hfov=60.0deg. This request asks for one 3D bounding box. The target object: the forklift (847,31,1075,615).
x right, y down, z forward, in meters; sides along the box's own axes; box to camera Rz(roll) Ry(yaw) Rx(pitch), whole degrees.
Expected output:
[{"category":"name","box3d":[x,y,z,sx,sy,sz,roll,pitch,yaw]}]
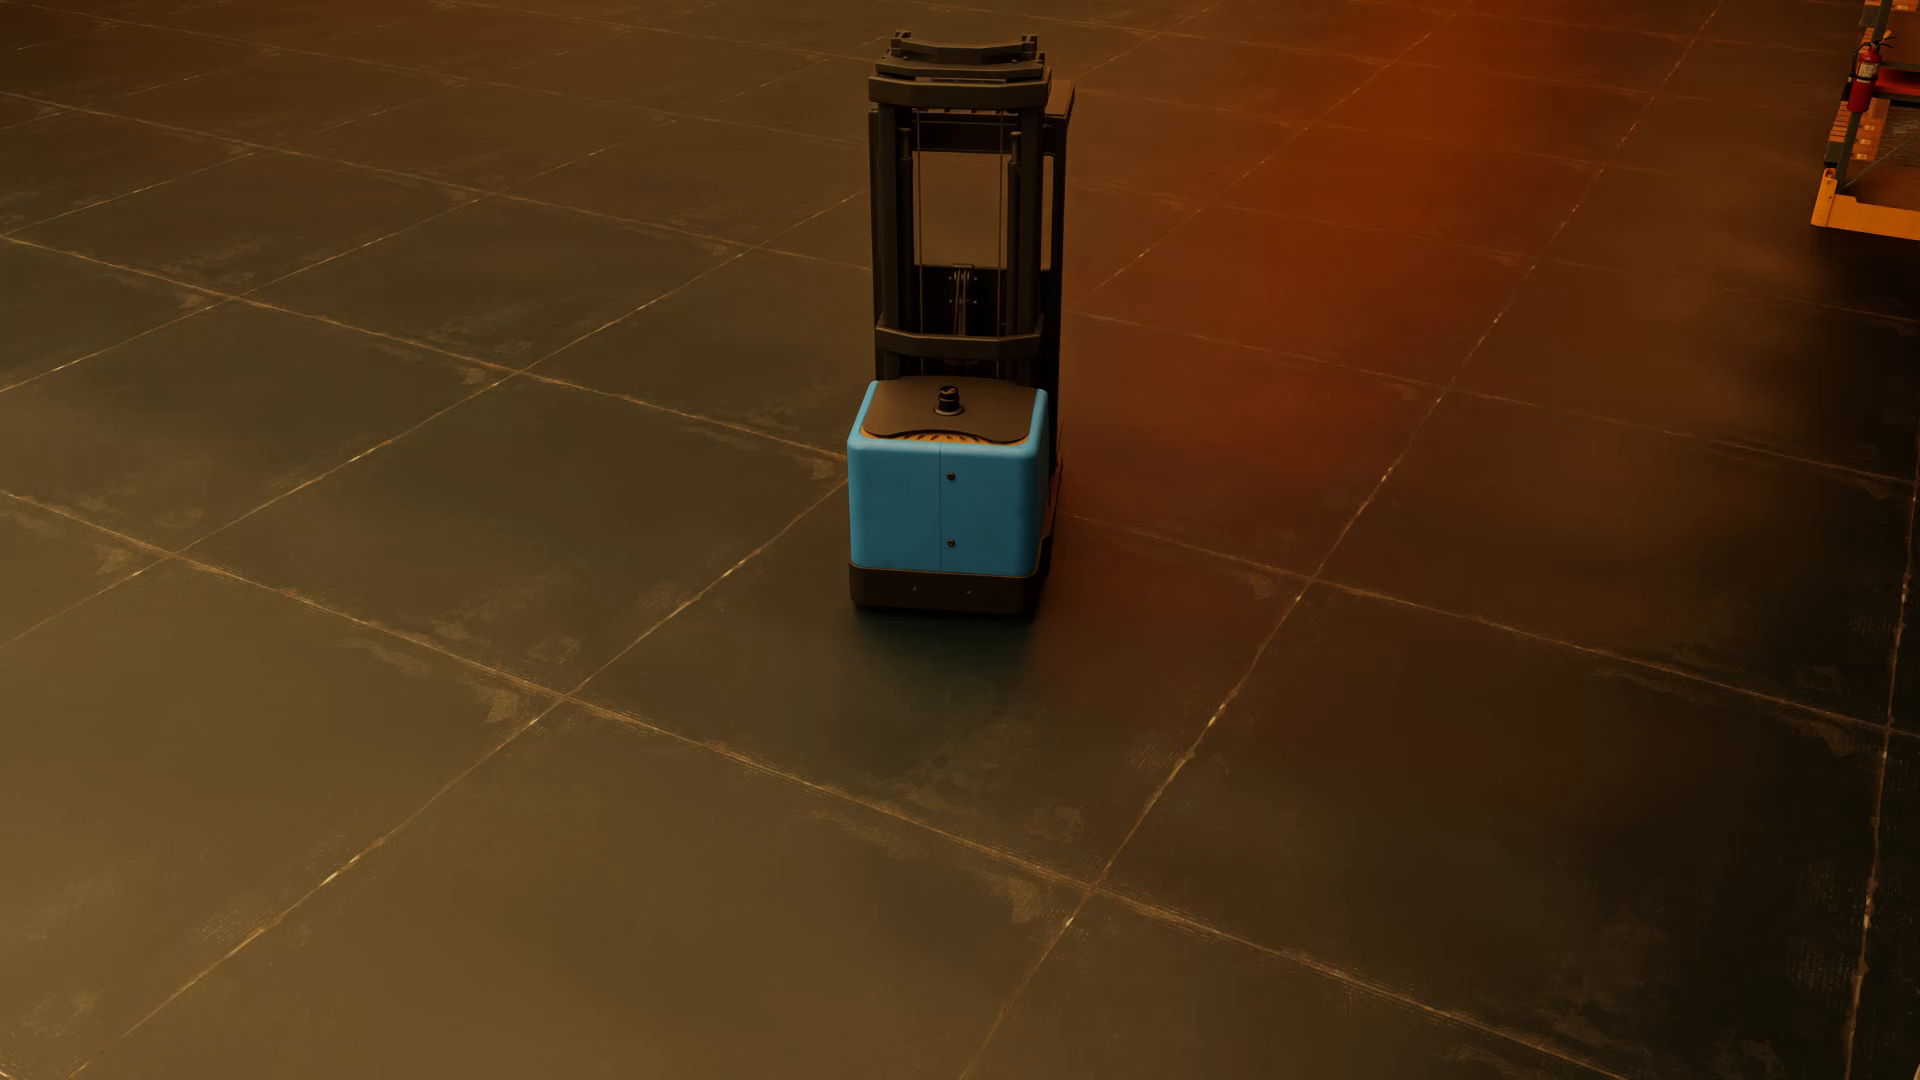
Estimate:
[{"category":"forklift","box3d":[0.072,-1.572,9.794,1.130,2.935,3.031,3,30,6]}]
